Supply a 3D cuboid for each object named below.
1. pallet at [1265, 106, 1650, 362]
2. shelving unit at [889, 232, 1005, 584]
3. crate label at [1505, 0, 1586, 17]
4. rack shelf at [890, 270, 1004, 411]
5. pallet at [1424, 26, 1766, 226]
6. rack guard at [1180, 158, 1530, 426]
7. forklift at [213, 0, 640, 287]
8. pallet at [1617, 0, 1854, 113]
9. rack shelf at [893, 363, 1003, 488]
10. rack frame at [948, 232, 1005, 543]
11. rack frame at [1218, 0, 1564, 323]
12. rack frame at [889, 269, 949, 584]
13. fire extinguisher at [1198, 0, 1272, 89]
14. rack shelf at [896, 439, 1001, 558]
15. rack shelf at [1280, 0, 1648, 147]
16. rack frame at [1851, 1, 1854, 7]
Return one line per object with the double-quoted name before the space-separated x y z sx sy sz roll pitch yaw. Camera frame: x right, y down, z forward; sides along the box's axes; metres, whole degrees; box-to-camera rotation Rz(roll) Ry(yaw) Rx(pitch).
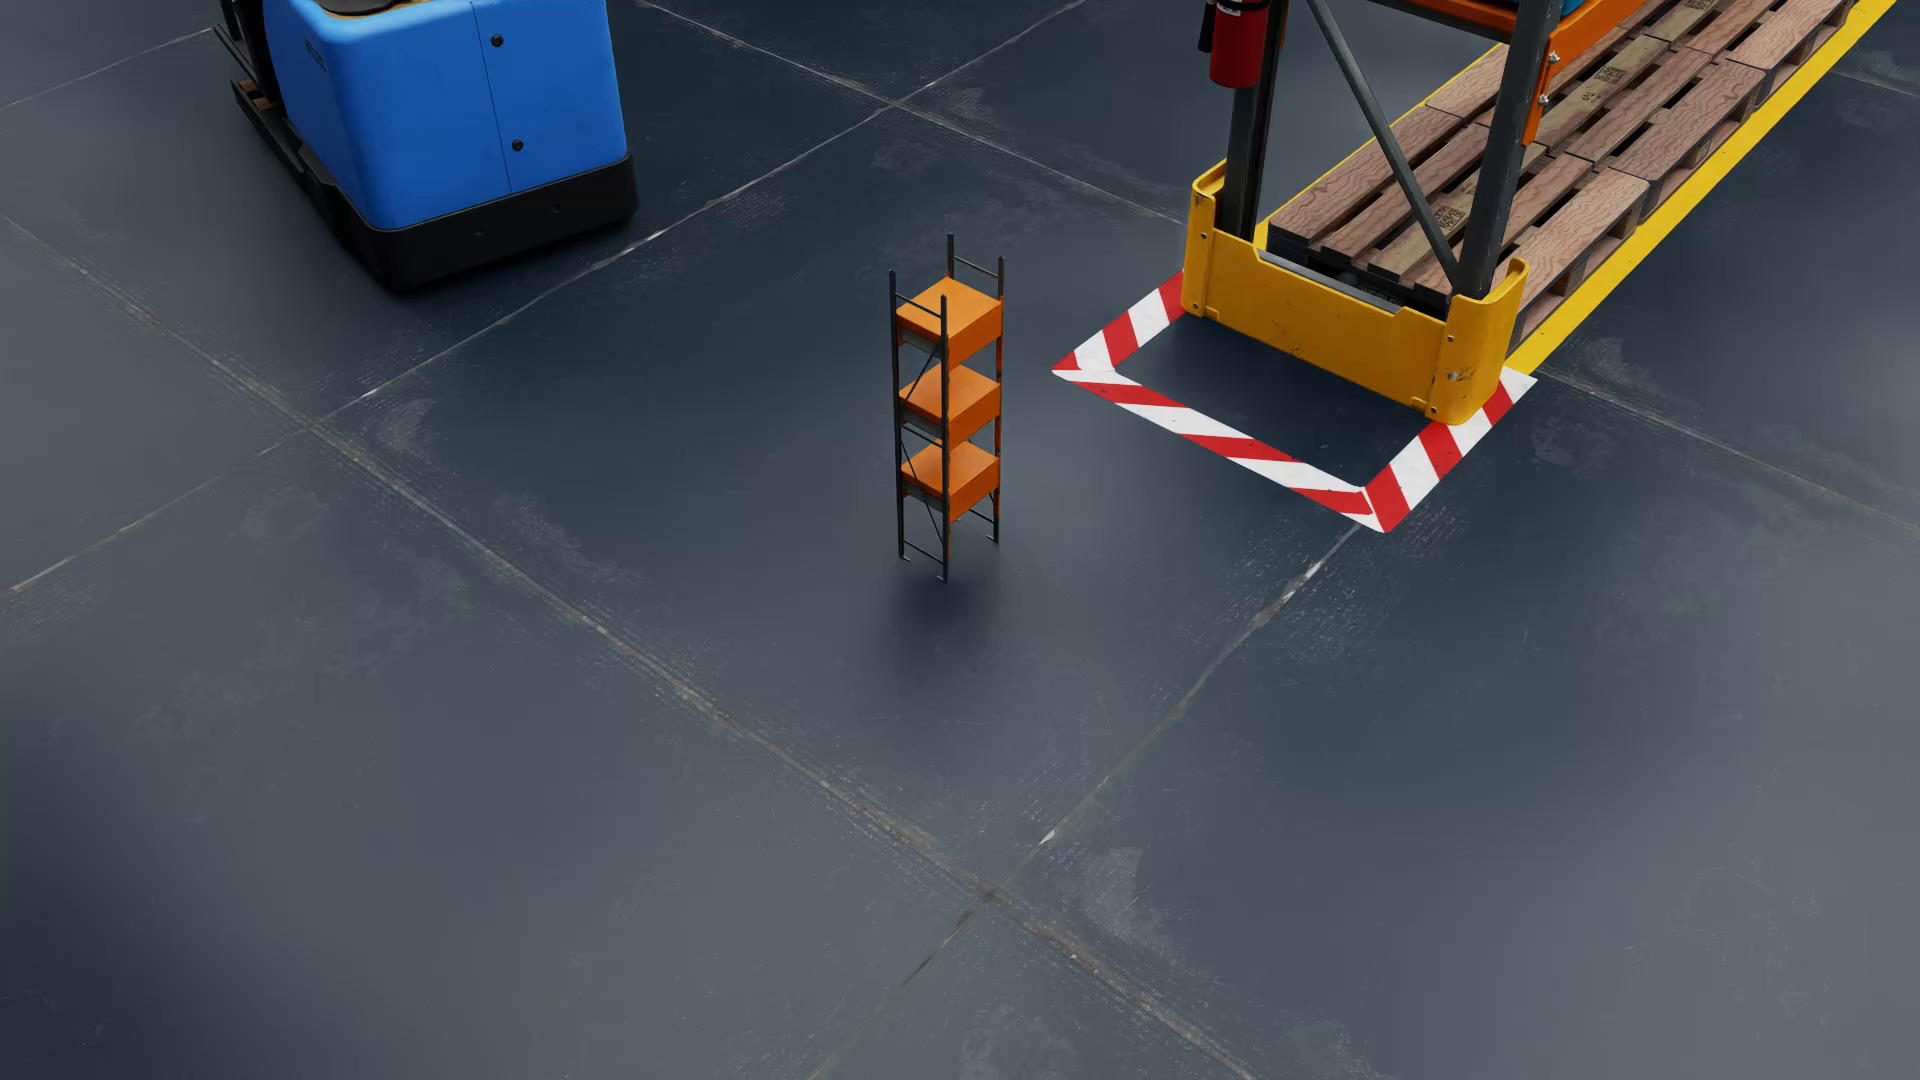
"pallet" 1.921 -1.217 6.432 1.003 0.211 1.213 29 50 28
"shelving unit" -0.034 -0.361 4.867 0.215 1.050 0.252 29 50 28
"crate label" 1.771 -1.786 5.064 0.416 0.233 0.303 29 50 28
"rack shelf" -0.034 -0.563 4.683 0.215 0.259 0.240 29 50 28
"pallet" 2.706 -1.843 7.120 1.003 0.211 1.213 29 50 28
"rack guard" 1.355 -0.898 5.866 1.175 0.500 0.348 29 50 28
"forklift" -2.510 -2.984 6.353 1.130 2.935 3.031 -24 48 -24
"pallet" 3.491 -2.474 7.814 1.003 0.211 1.213 29 50 28
"rack shelf" -0.034 -0.353 4.874 0.215 0.259 0.240 29 50 28
"rack frame" 0.044 -0.424 4.936 0.200 1.050 0.008 29 50 28
"rack frame" 1.360 -1.841 5.045 1.000 3.000 0.127 29 50 28
"rack frame" -0.113 -0.298 4.797 0.200 1.050 0.008 29 50 28
"fire extinguisher" 0.915 -1.794 5.328 0.296 0.674 0.183 29 50 28
"rack shelf" -0.034 -0.147 5.061 0.215 0.259 0.240 29 50 28
"rack shelf" 2.647 -2.605 6.420 1.077 0.370 4.000 29 50 28
"rack frame" 3.935 -3.901 7.310 1.000 3.000 0.127 29 50 28
